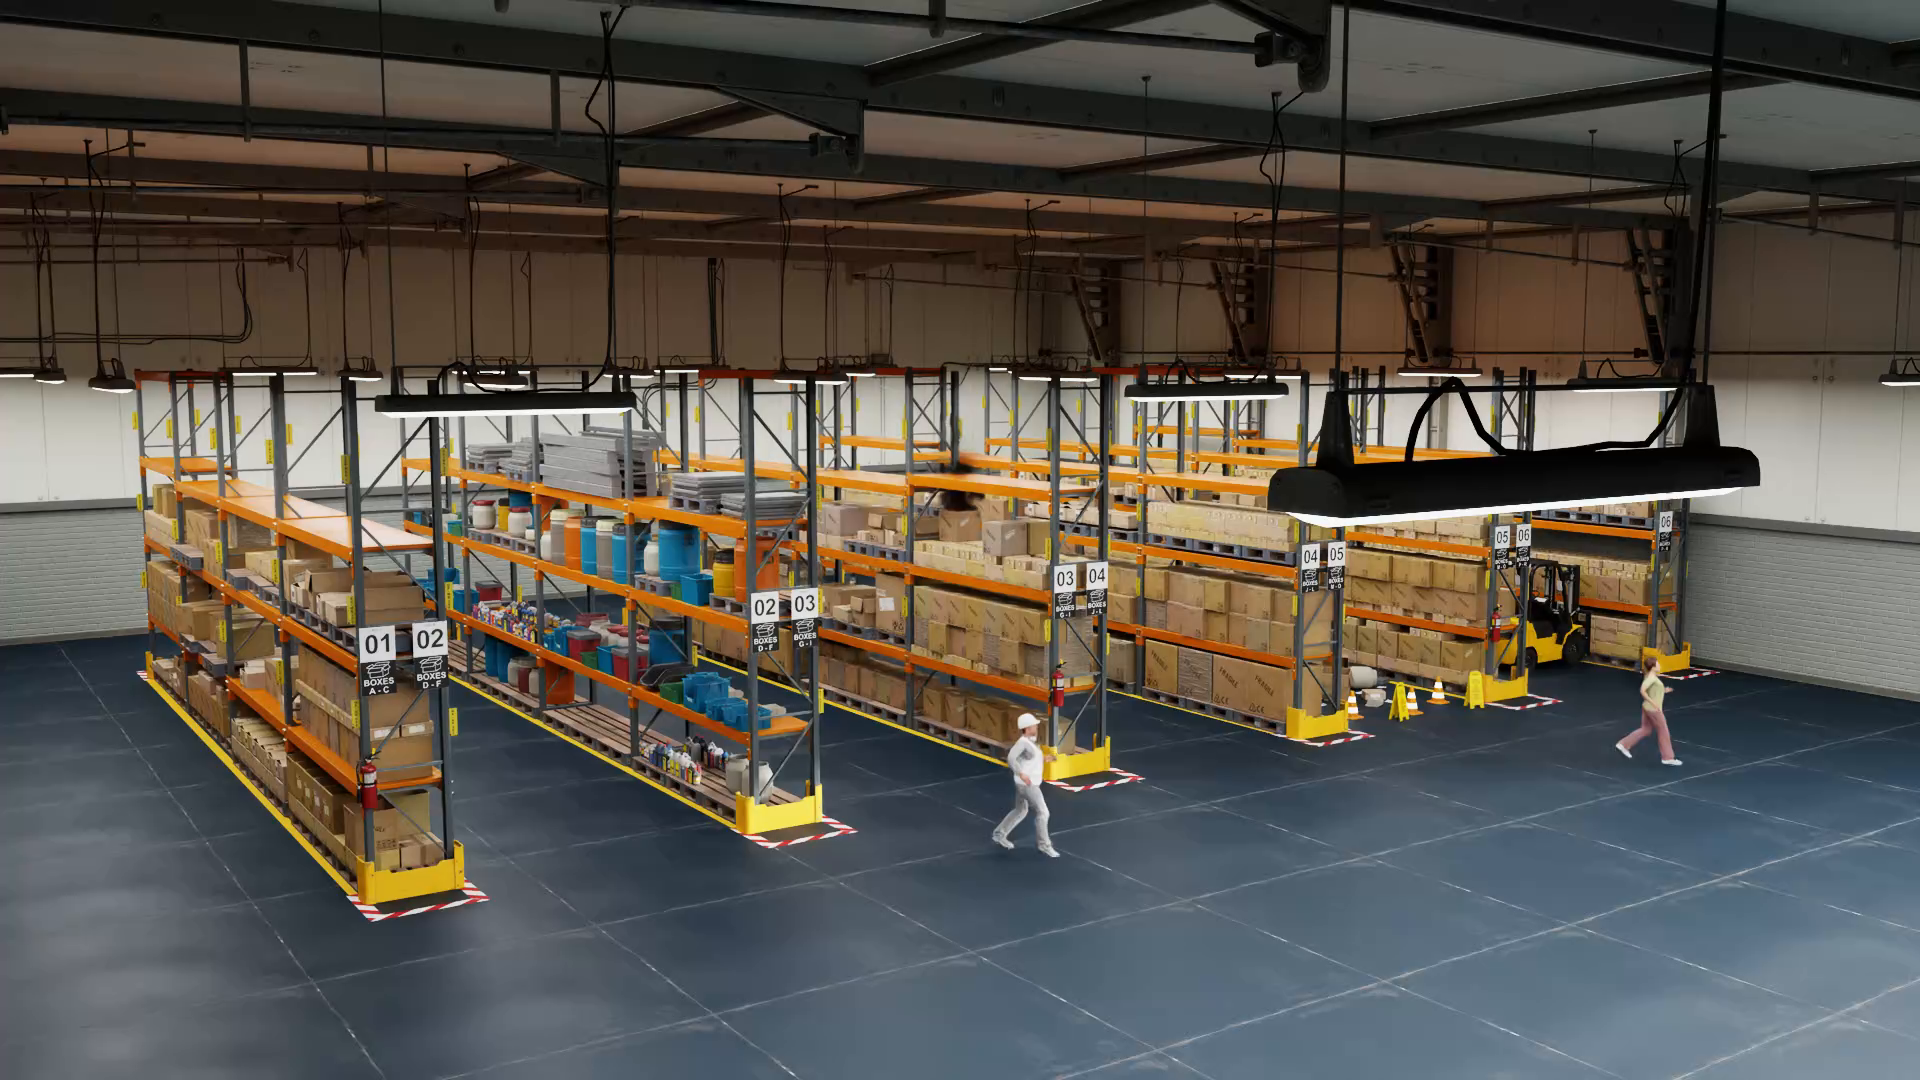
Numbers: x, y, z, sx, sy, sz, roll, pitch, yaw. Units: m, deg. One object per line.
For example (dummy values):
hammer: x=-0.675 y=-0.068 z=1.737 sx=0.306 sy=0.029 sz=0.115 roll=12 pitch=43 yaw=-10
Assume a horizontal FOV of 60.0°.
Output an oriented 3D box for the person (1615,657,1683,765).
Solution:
person: x=10.596 y=2.606 z=25.499 sx=0.968 sy=1.648 sz=0.556 roll=1 pitch=7 yaw=9

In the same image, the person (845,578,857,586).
person: x=-2.221 y=1.628 z=34.241 sx=0.603 sy=1.737 sz=0.839 roll=-5 pitch=8 yaw=-37

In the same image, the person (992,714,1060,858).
person: x=0.833 y=3.087 z=20.947 sx=0.855 sy=1.825 sz=0.648 roll=0 pitch=6 yaw=0
